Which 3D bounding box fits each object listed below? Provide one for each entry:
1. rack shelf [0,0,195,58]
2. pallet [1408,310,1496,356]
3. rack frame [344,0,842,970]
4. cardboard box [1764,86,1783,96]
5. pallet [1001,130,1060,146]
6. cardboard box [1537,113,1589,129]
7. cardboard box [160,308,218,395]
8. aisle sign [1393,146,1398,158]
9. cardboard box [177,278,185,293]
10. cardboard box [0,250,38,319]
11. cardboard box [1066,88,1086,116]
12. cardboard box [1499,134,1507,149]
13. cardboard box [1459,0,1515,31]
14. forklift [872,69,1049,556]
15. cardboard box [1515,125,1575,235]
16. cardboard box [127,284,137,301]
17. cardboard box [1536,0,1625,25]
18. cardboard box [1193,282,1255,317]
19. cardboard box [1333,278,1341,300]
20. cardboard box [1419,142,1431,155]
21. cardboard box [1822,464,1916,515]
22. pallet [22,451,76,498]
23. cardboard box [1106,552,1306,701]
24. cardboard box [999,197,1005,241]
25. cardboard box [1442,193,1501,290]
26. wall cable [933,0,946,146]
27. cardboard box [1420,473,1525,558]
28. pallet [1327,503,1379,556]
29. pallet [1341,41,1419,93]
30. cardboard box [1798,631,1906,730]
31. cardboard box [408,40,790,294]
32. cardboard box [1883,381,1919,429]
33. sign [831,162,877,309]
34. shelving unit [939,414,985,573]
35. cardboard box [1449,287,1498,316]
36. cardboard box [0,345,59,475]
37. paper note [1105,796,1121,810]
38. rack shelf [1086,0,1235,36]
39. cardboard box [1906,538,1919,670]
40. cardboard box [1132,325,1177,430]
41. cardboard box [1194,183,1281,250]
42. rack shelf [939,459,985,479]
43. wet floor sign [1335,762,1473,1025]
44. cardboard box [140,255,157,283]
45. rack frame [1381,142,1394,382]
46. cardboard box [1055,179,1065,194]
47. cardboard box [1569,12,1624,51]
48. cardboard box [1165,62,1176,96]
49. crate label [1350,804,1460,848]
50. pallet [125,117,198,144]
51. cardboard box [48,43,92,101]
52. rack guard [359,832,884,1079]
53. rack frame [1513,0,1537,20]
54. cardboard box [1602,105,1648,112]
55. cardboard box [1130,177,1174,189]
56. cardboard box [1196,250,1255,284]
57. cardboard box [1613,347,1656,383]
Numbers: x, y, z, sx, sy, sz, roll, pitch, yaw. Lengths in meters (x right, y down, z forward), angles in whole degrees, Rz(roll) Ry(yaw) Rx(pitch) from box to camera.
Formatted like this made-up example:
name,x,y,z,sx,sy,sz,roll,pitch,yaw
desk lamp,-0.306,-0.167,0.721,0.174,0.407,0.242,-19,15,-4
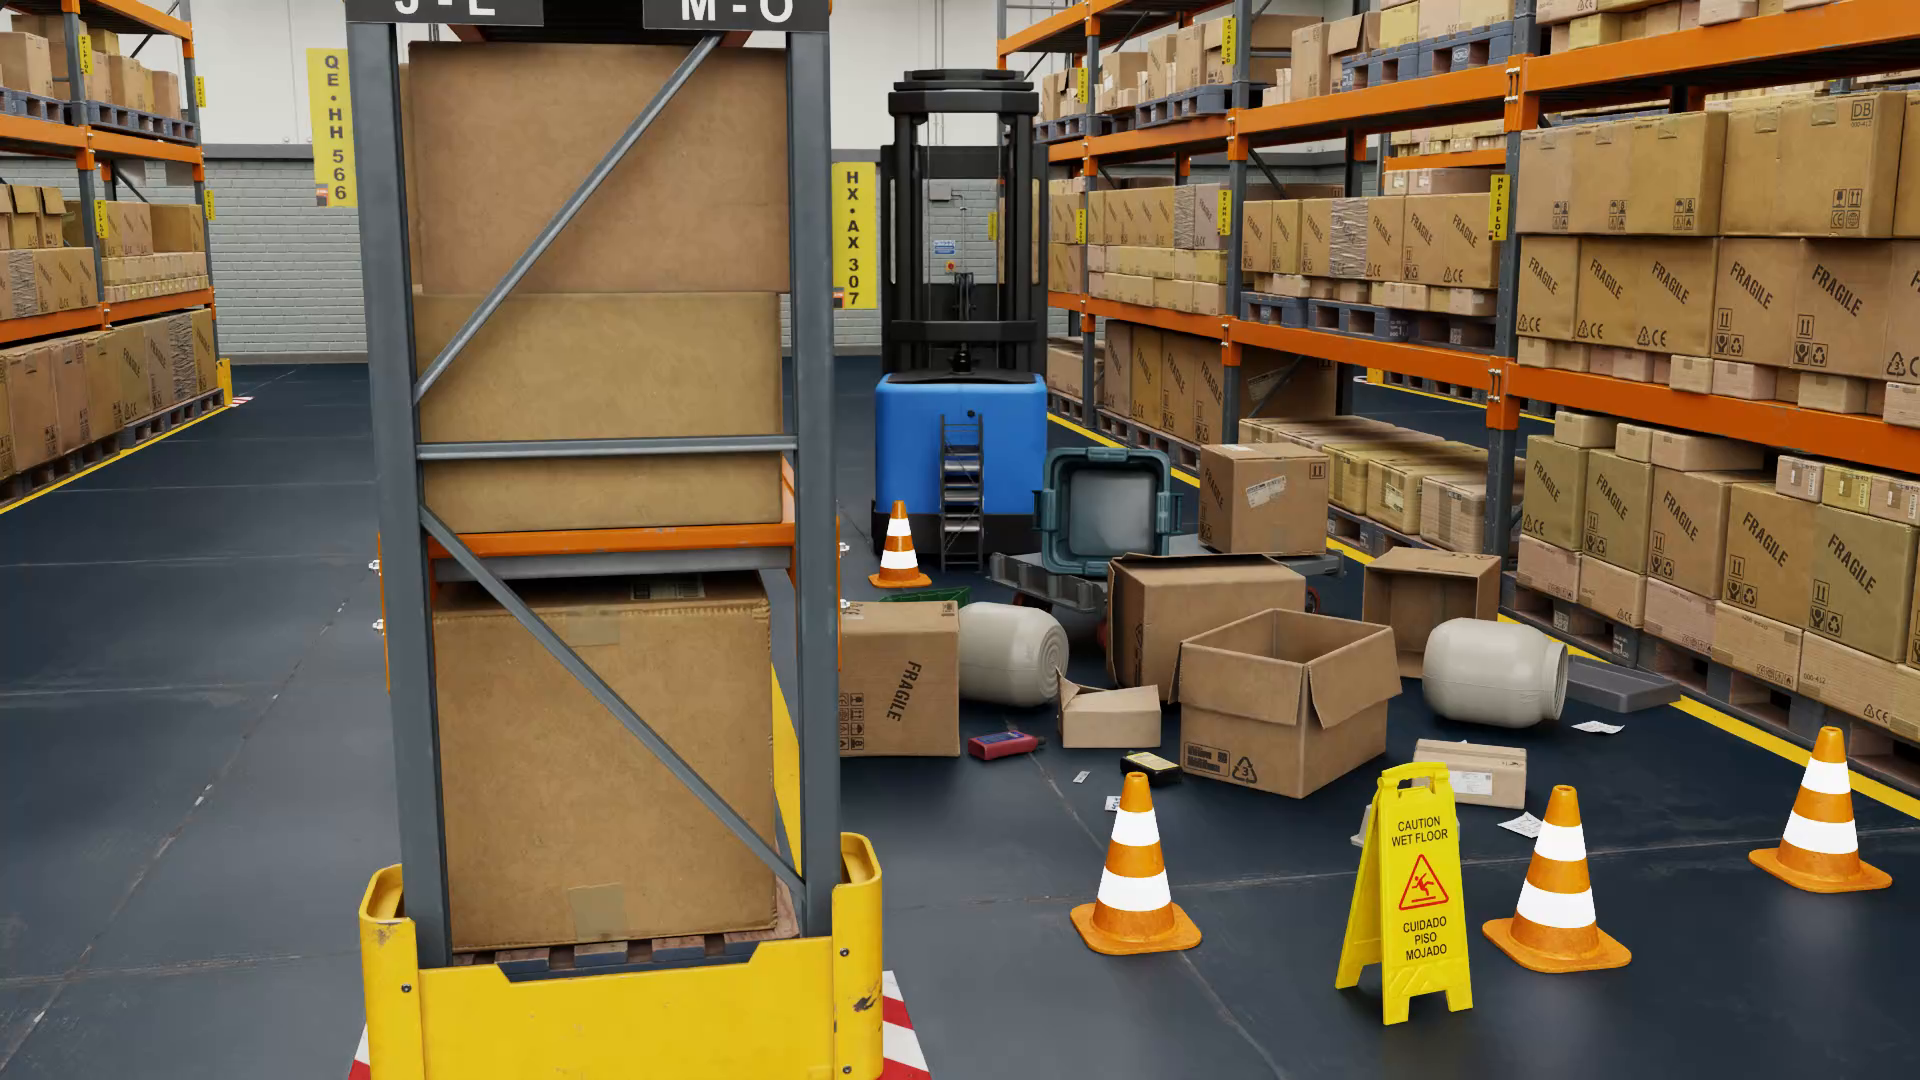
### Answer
name,x,y,z,sx,sy,sz,roll,pitch,yaw
rack shelf,-8.392,-5.006,15.925,1.077,0.370,4.000,-2,11,-11
pallet,3.267,-1.186,9.421,1.003,0.211,1.213,-2,11,-11
rack frame,-0.785,-0.203,3.741,1.000,3.000,0.127,-2,11,-11
cardboard box,7.001,-3.799,13.948,0.380,0.149,0.250,-2,11,-10
pallet,1.094,-4.630,19.217,1.003,0.211,1.213,-2,11,-11
cardboard box,6.246,-4.409,17.422,0.500,0.250,0.500,-2,11,-11
cardboard box,-8.579,-2.024,17.866,0.875,0.875,0.875,-2,11,-11
aisle sign,5.506,-4.796,20.920,0.394,0.787,0.004,-2,11,-11
cardboard box,-8.189,-2.612,17.068,0.380,0.149,0.250,-2,11,-12
cardboard box,-7.354,-1.937,12.582,0.500,0.500,0.500,-2,11,-11
cardboard box,1.279,-4.371,16.585,0.396,0.266,0.258,-2,11,-9
cardboard box,6.094,-4.329,18.067,0.380,0.149,0.250,-2,11,-11
cardboard box,3.018,-2.843,8.868,0.500,0.250,0.500,-2,11,-12
forklift,0.036,-1.571,11.111,1.130,2.935,3.031,0,11,1
cardboard box,3.146,-1.733,8.042,0.700,0.500,0.500,-2,11,-12
cardboard box,-7.838,-2.281,15.333,0.380,0.149,0.250,-2,11,-9
cardboard box,3.090,-2.591,7.868,0.500,0.250,0.500,-2,11,-12
cardboard box,2.142,-1.878,12.944,0.500,0.250,0.500,-3,11,-13
cardboard box,2.656,-1.637,10.826,0.380,0.149,0.250,-2,11,-9
cardboard box,5.699,-4.656,19.787,0.380,0.149,0.250,-2,11,-10
cardboard box,3.457,-0.193,6.177,0.380,0.149,0.250,-2,11,-10
pallet,-7.539,-0.509,12.807,1.003,0.211,1.213,-2,11,-11
cardboard box,1.036,0.357,7.113,0.797,0.637,0.503,-2,11,-11
cardboard box,0.753,-3.778,19.582,0.500,0.500,0.500,-2,11,-12
cardboard box,2.958,-1.613,8.963,0.500,0.500,0.500,-2,11,-12
wall cable,-0.443,-7.316,25.068,0.463,3.000,0.029,-2,11,-11
cardboard box,3.169,-0.147,9.350,0.950,0.372,0.625,-2,11,-10
pallet,2.880,-0.132,10.827,1.003,0.211,1.213,-2,11,-11
pallet,3.053,-2.824,9.989,1.213,0.211,1.003,-2,11,-11
cardboard box,3.537,0.509,6.230,0.500,0.250,0.500,-2,11,-11
cardboard box,-0.819,-0.877,3.991,0.875,0.550,0.550,-2,11,-11
cardboard box,3.502,-0.475,5.843,0.380,0.149,0.250,-2,11,-10
sign,-0.239,-0.686,3.753,0.100,0.325,0.005,-2,11,-11
shelving unit,0.010,-0.269,9.673,0.258,0.900,0.210,0,14,-1
cardboard box,2.902,-1.302,9.066,0.380,0.149,0.250,-2,11,-10
cardboard box,-7.505,-0.962,12.288,1.225,0.875,0.875,-2,11,-11
paper note,0.584,0.915,5.814,0.144,0.017,0.142,2,11,9
rack shelf,2.106,-4.633,13.964,1.077,0.370,4.000,-2,11,-11
cardboard box,3.640,0.237,5.654,0.500,0.500,0.500,-2,11,-11
cardboard box,2.100,-1.489,15.055,0.875,0.875,0.875,-2,11,-9
cardboard box,2.138,-2.494,12.838,0.500,0.500,0.500,-2,11,-13
rack shelf,0.011,-0.411,9.636,0.258,0.077,0.200,0,14,-1
wet floor sign,1.163,0.887,4.311,0.267,0.644,0.232,-4,12,-21
cardboard box,-8.036,-2.596,15.921,0.500,0.250,0.500,-2,11,-10
rack frame,5.807,-3.517,21.154,1.000,3.000,0.127,-2,11,-11
cardboard box,1.211,-3.695,17.411,0.380,0.149,0.250,-2,11,-11
cardboard box,3.087,-2.369,7.771,0.380,0.149,0.250,-2,11,-11
cardboard box,1.884,-3.723,13.446,0.396,0.266,0.258,-2,11,-12
crate label,1.466,0.934,5.425,0.250,0.136,0.298,-9,14,-40
pallet,-8.627,-4.270,17.323,1.003,0.211,1.213,-2,11,-11
cardboard box,-8.215,-4.161,14.858,0.700,0.500,0.500,-3,11,-14
rack guard,-0.780,1.029,3.951,1.175,0.500,0.348,-2,11,-11
rack frame,3.273,-4.082,8.077,1.000,3.000,0.127,-2,11,-11
cardboard box,6.380,-4.179,15.888,0.380,0.149,0.250,-2,11,-10
cardboard box,1.910,-3.529,16.537,0.380,0.149,0.250,-2,11,-12
cardboard box,2.152,-2.120,12.878,0.500,0.250,0.500,-2,11,-11
cardboard box,3.215,-0.804,7.568,0.380,0.149,0.250,-2,11,-9
